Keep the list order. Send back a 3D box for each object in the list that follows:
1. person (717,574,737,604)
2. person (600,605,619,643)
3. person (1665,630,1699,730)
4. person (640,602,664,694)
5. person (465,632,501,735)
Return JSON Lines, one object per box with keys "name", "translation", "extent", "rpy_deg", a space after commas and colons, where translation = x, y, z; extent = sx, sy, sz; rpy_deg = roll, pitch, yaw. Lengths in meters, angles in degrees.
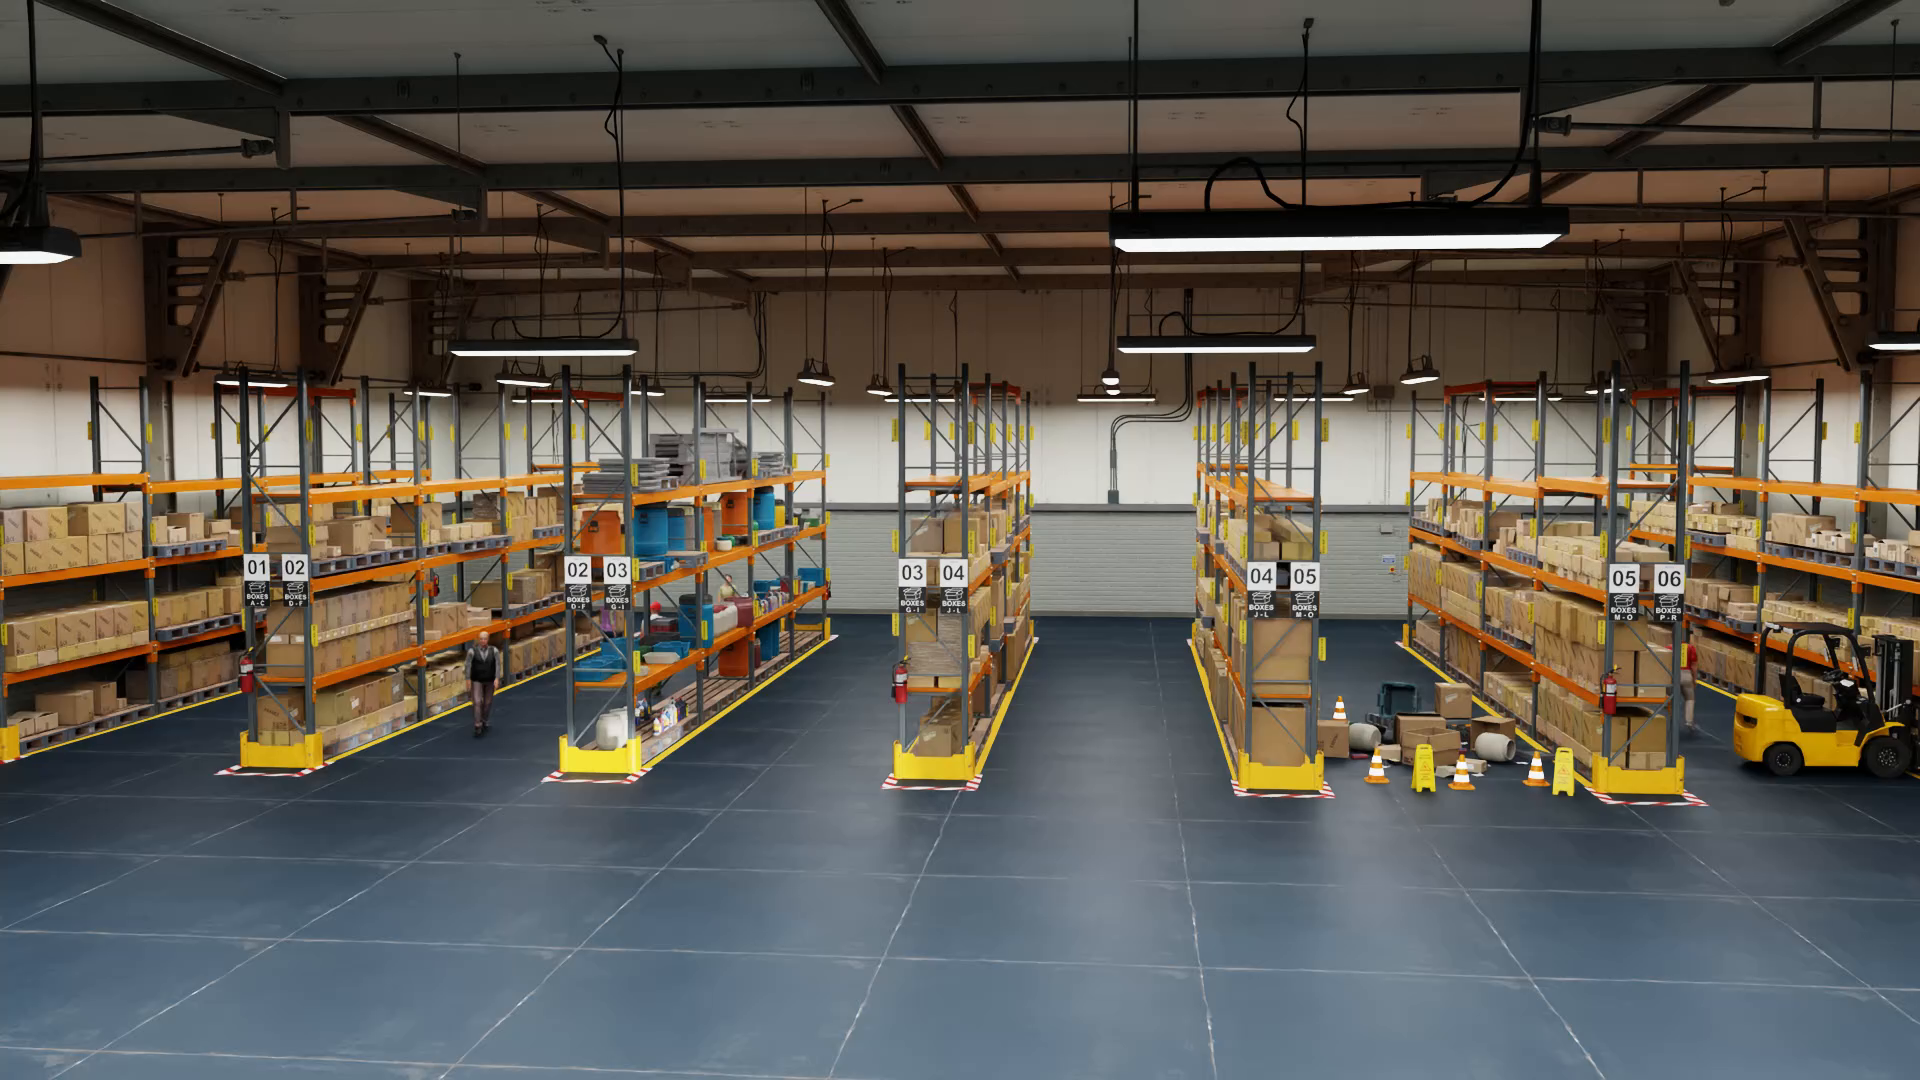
{"name": "person", "translation": [-5.583, 1.624, 39.742], "extent": [0.430, 1.607, 1.072], "rpy_deg": [1, 4, 15]}
{"name": "person", "translation": [-7.504, 1.939, 35.333], "extent": [0.453, 1.598, 0.435], "rpy_deg": [3, 5, 43]}
{"name": "person", "translation": [12.091, 2.355, 27.906], "extent": [0.578, 1.723, 0.565], "rpy_deg": [0, 4, 7]}
{"name": "person", "translation": [-5.867, 2.074, 31.961], "extent": [0.596, 1.760, 0.540], "rpy_deg": [-2, 4, -26]}
{"name": "person", "translation": [-7.939, 2.359, 27.728], "extent": [0.557, 1.666, 0.987], "rpy_deg": [-2, 4, -30]}
